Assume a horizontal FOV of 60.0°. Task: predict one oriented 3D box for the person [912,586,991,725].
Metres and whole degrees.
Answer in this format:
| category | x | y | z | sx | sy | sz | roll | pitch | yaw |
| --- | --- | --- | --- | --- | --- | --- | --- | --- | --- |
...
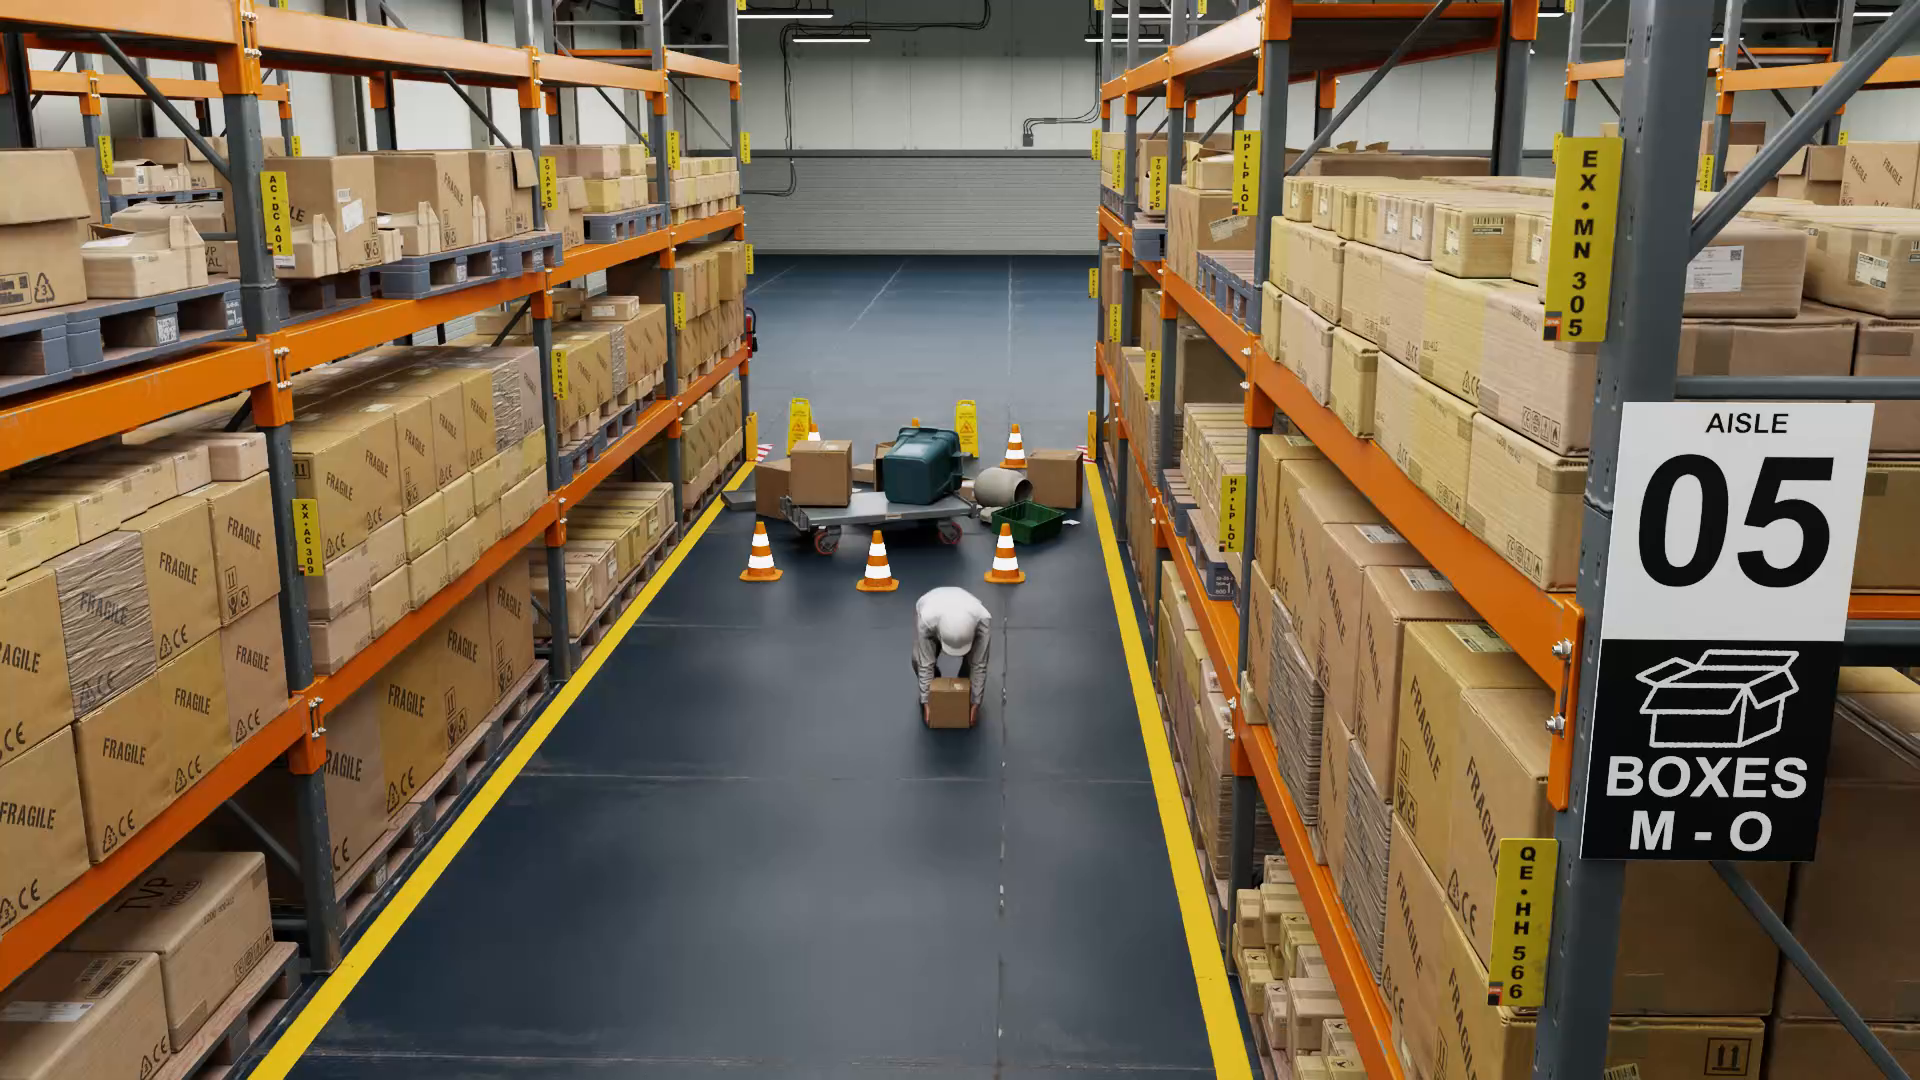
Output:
| category | x | y | z | sx | sy | sz | roll | pitch | yaw |
| --- | --- | --- | --- | --- | --- | --- | --- | --- | --- |
| person | -0.057 | 0.718 | 10.672 | 0.506 | 0.791 | 0.983 | 0 | 14 | 0 |
